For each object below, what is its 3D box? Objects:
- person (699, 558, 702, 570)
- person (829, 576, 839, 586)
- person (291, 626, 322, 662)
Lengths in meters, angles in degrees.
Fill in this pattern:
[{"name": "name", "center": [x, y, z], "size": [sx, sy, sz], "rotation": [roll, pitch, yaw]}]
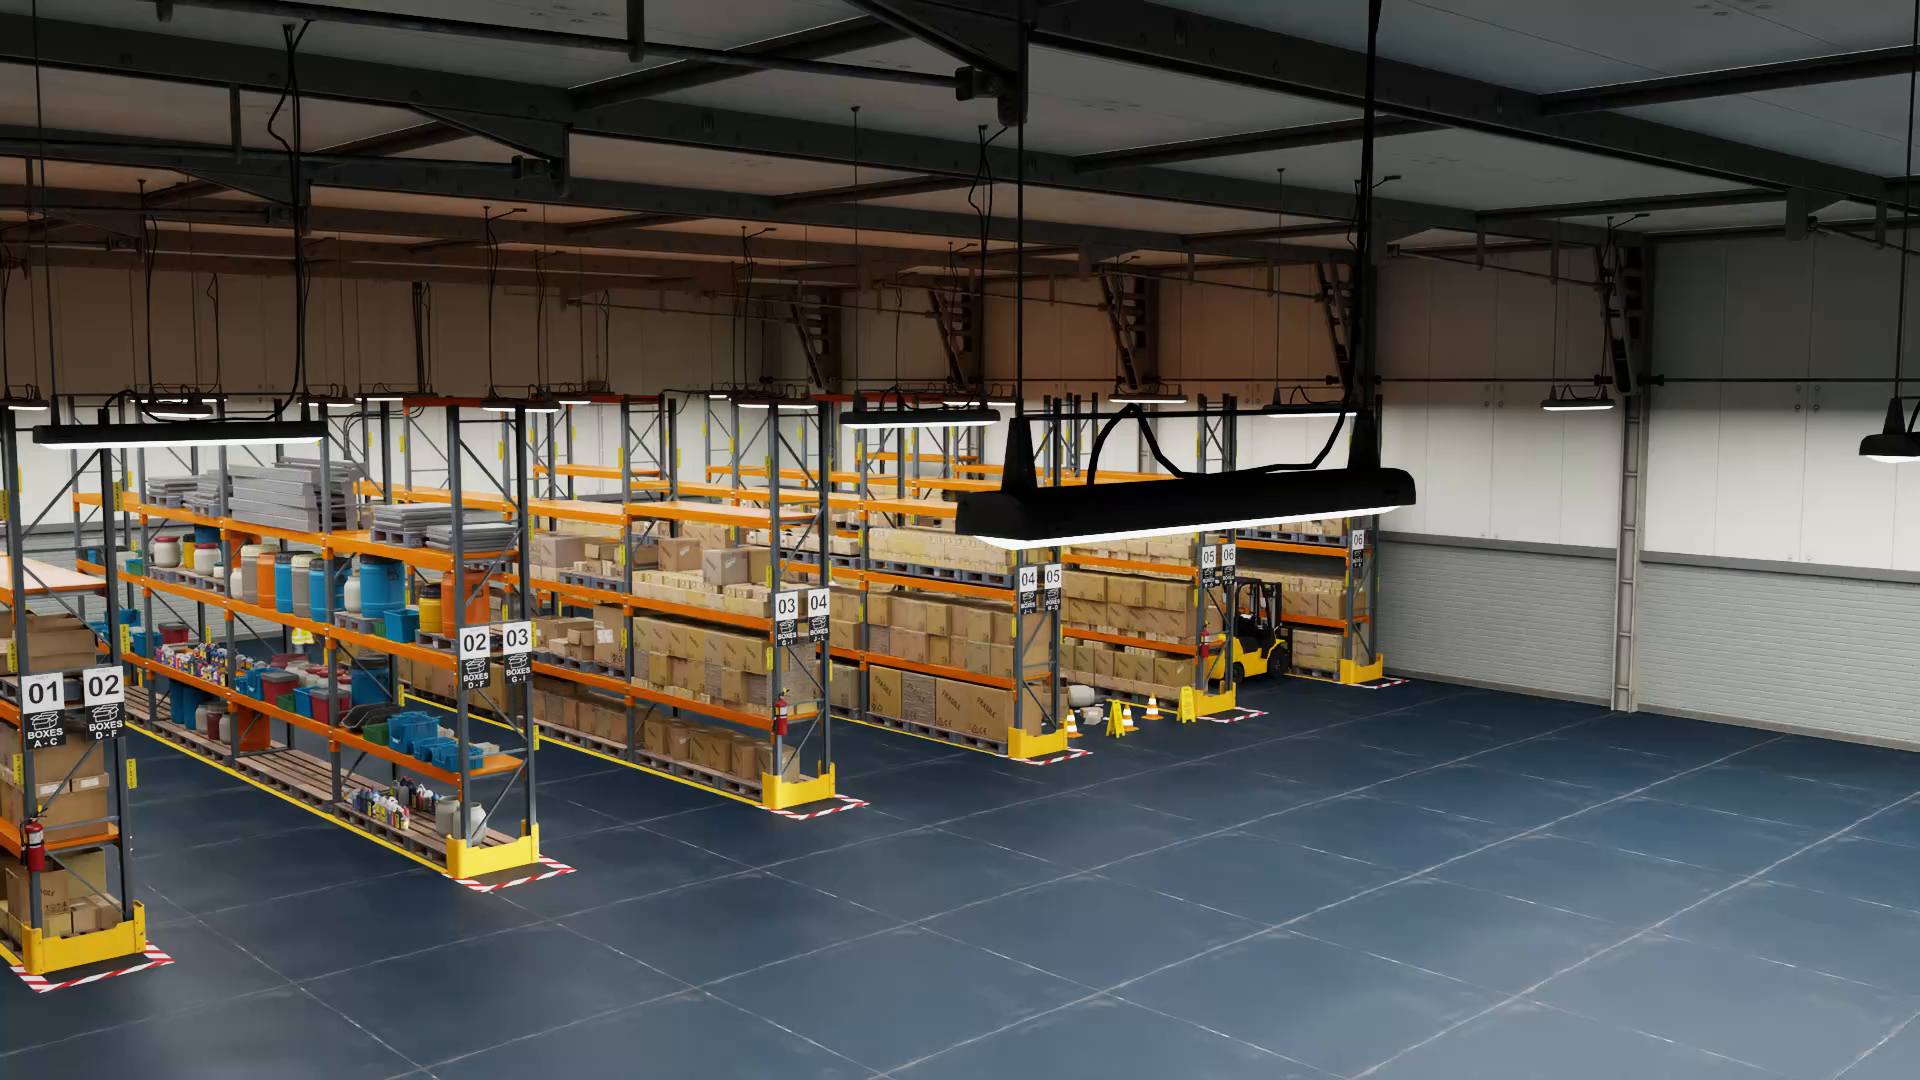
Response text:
[{"name": "person", "center": [-7.207, 0.998, 46.844], "size": [0.378, 1.562, 0.865], "rotation": [3, 6, 26]}, {"name": "person", "center": [-2.931, 1.515, 37.580], "size": [0.603, 1.777, 0.363], "rotation": [2, 6, 20]}, {"name": "person", "center": [-13.525, 2.150, 34.309], "size": [0.676, 1.718, 1.012], "rotation": [-4, 7, -38]}]
